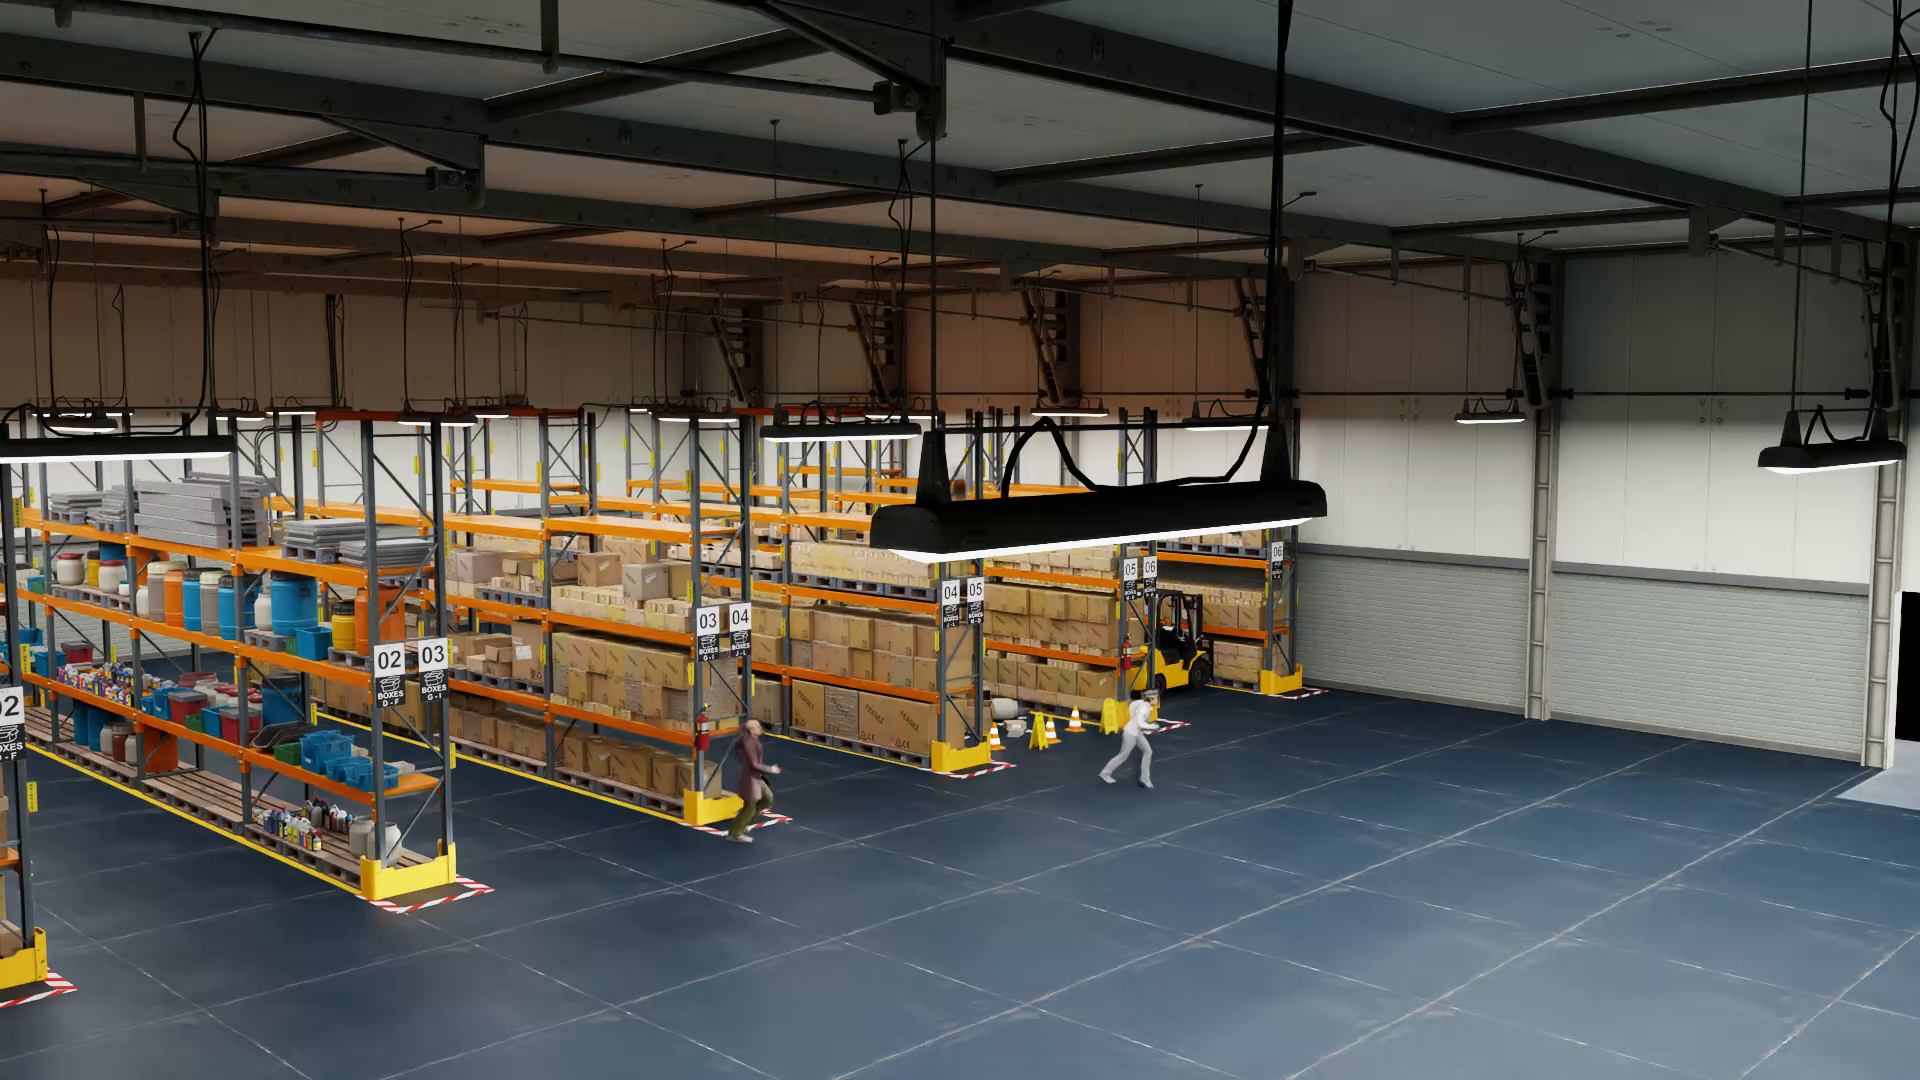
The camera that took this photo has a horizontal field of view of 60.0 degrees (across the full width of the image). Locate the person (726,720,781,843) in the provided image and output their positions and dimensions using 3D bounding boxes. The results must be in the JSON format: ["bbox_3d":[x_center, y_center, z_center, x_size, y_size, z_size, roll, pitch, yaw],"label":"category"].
[{"bbox_3d":[-2.919,3.386,23.487,0.786,1.739,0.734,-1,5,-7],"label":"person"}]

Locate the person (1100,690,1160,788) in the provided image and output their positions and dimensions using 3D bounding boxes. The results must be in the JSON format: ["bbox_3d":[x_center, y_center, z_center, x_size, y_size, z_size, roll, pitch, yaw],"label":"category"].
[{"bbox_3d":[2.729,3.203,26.751,0.951,1.622,0.655,1,5,8],"label":"person"}]
